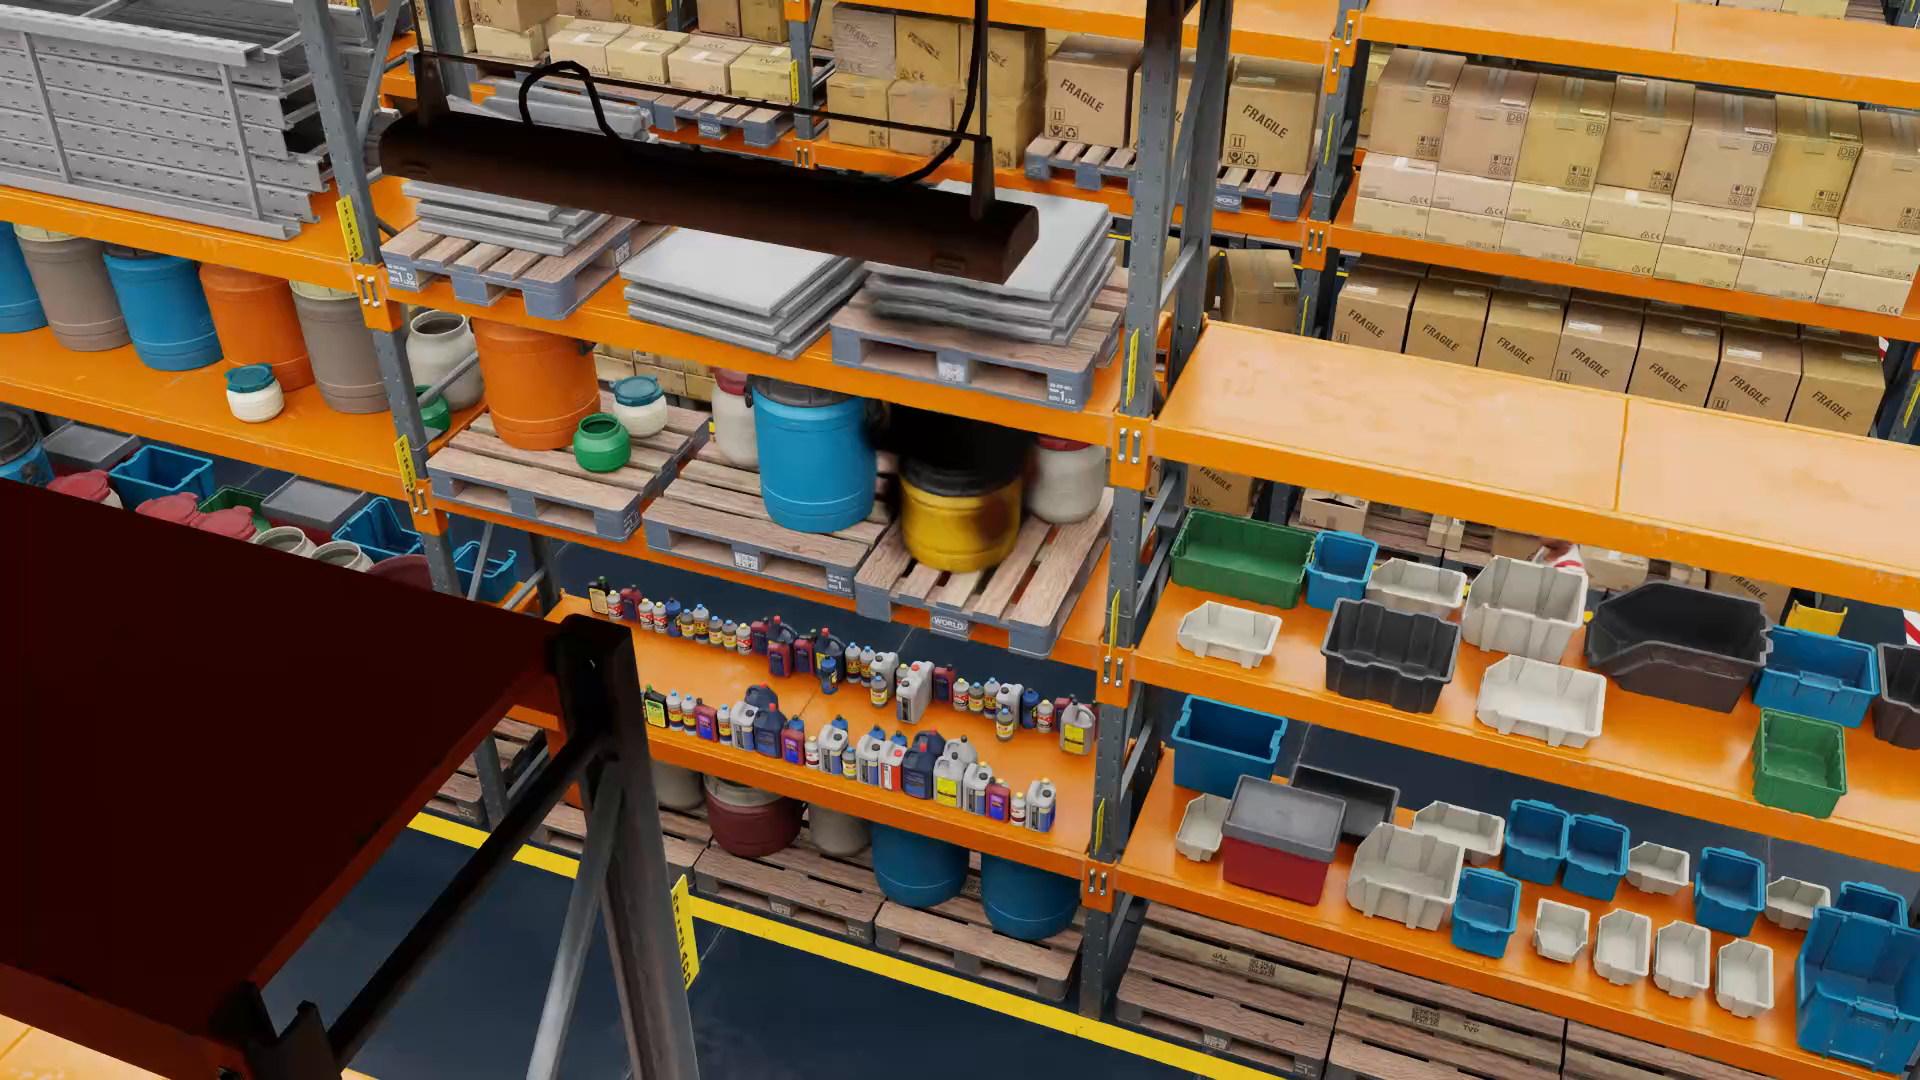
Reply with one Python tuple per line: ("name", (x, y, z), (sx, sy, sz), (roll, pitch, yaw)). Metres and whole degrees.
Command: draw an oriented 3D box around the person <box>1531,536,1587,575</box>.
("person", (3.839, 0.507, 11.043), (0.550, 1.728, 0.656), (2, 37, 3))
